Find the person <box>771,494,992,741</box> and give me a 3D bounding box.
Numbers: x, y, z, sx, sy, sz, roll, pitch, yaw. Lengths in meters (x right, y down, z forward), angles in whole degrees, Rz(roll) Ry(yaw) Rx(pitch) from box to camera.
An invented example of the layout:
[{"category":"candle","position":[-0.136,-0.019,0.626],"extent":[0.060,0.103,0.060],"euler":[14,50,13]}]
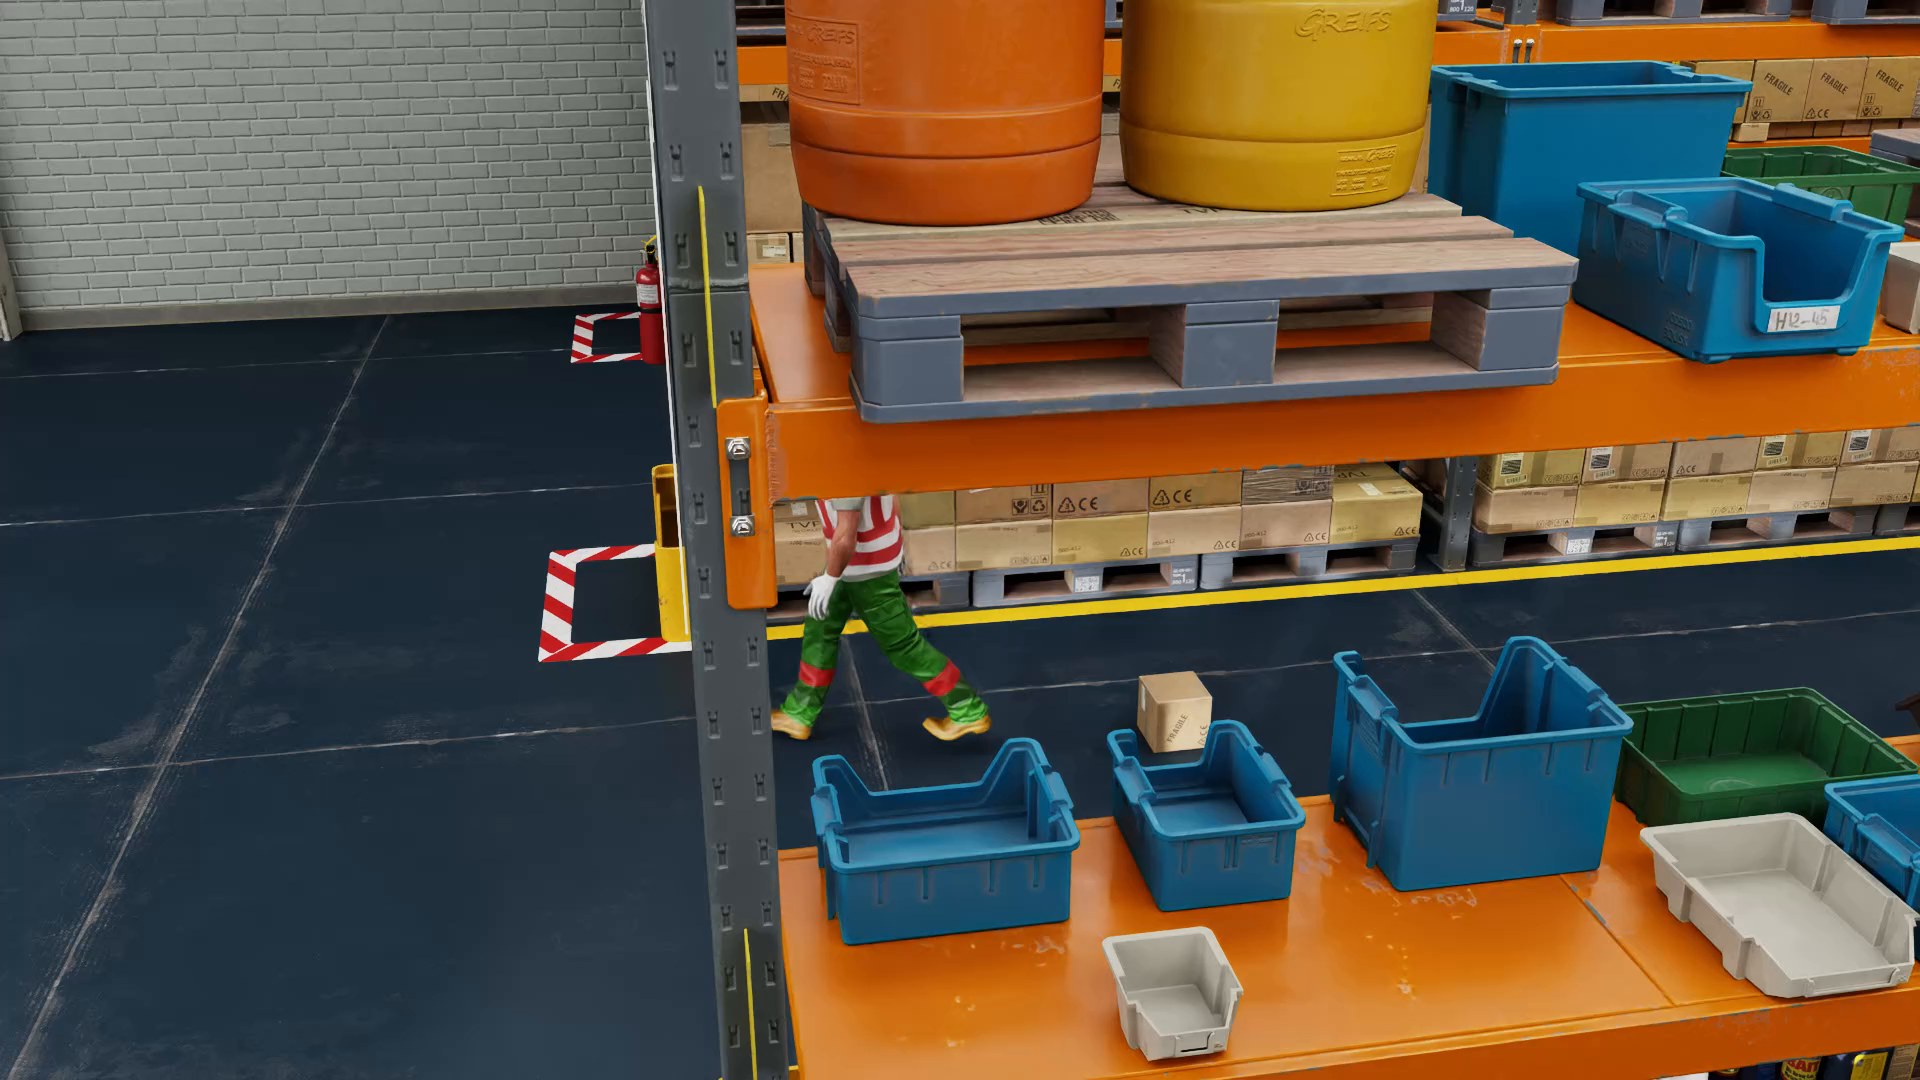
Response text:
[{"category":"person","position":[-0.401,0.082,6.904],"extent":[1.082,1.742,0.575],"euler":[0,23,1]}]
